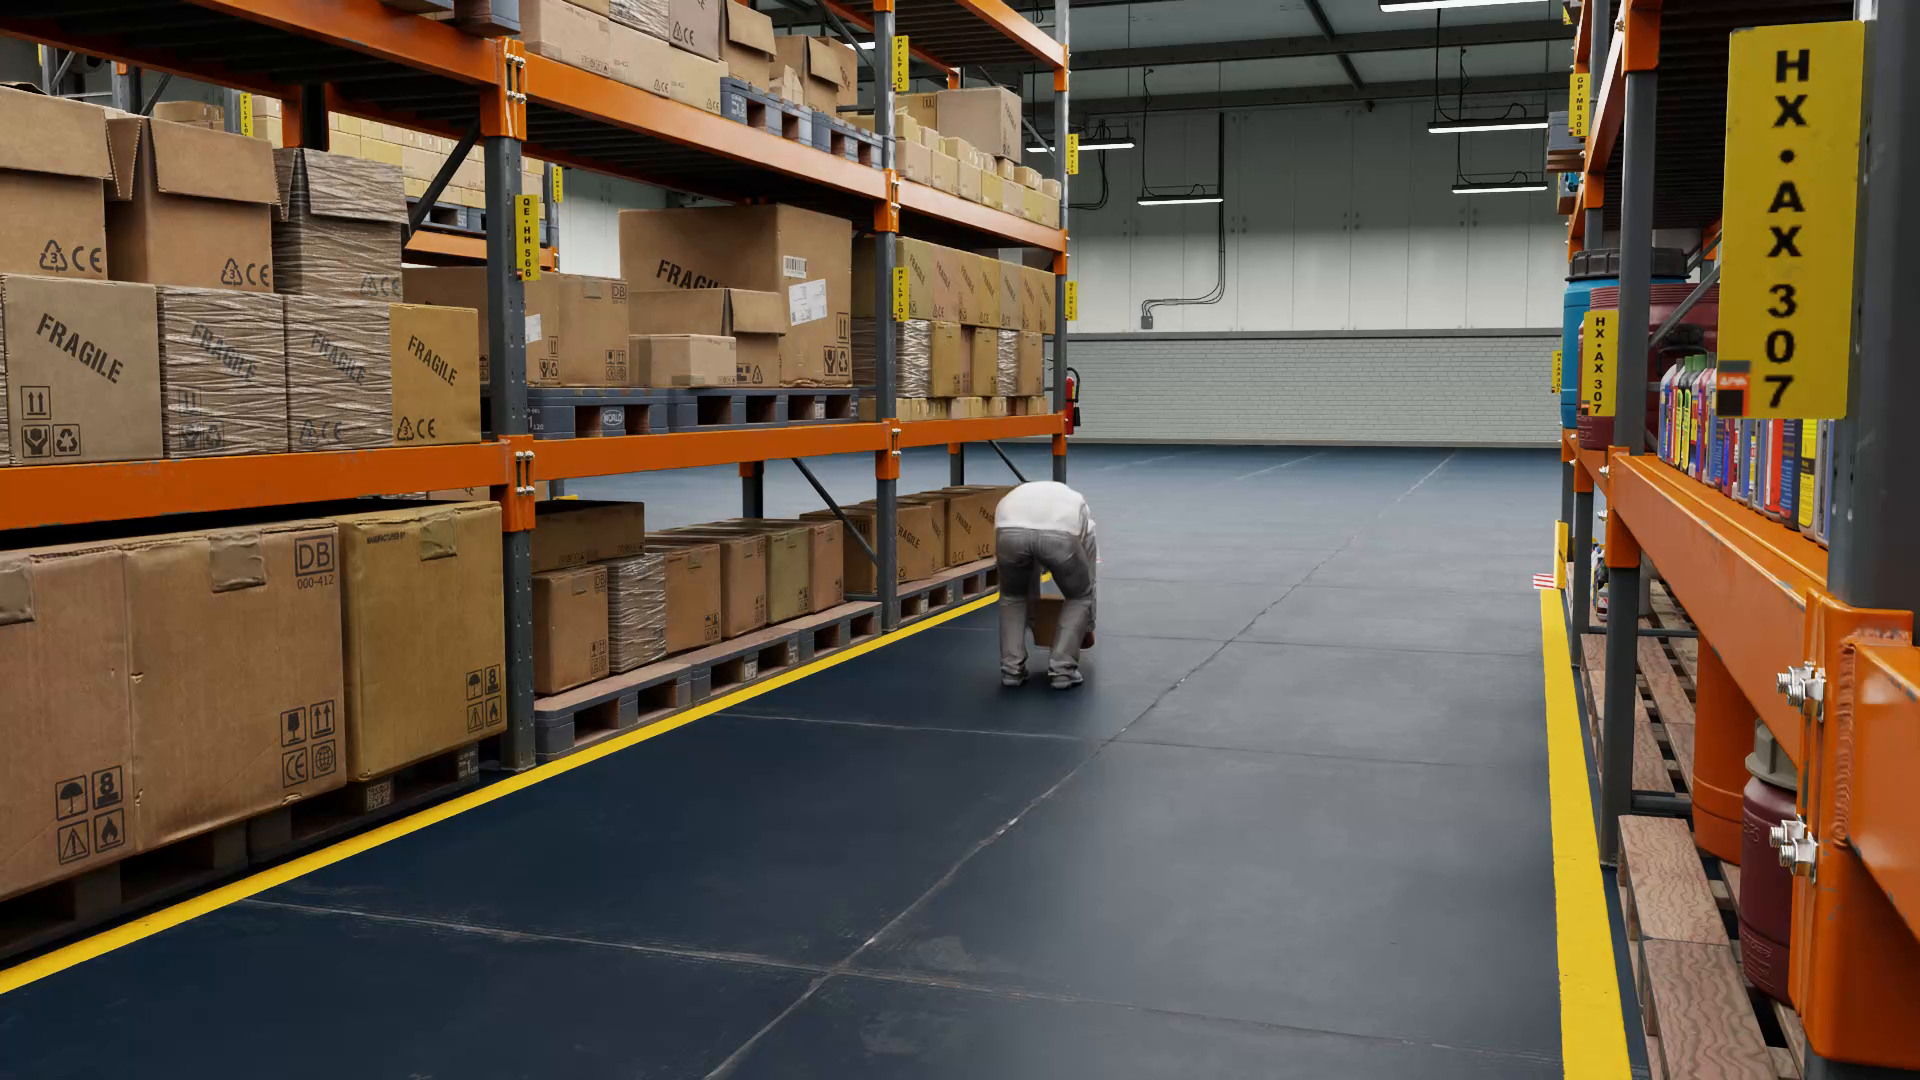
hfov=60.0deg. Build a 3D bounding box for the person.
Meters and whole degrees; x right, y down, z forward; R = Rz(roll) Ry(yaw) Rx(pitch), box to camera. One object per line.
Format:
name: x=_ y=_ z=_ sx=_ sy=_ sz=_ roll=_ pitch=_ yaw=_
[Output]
person: x=0.471 y=0.201 z=8.676 sx=0.497 sy=1.041 sz=1.005 roll=1 pitch=5 yaw=16
